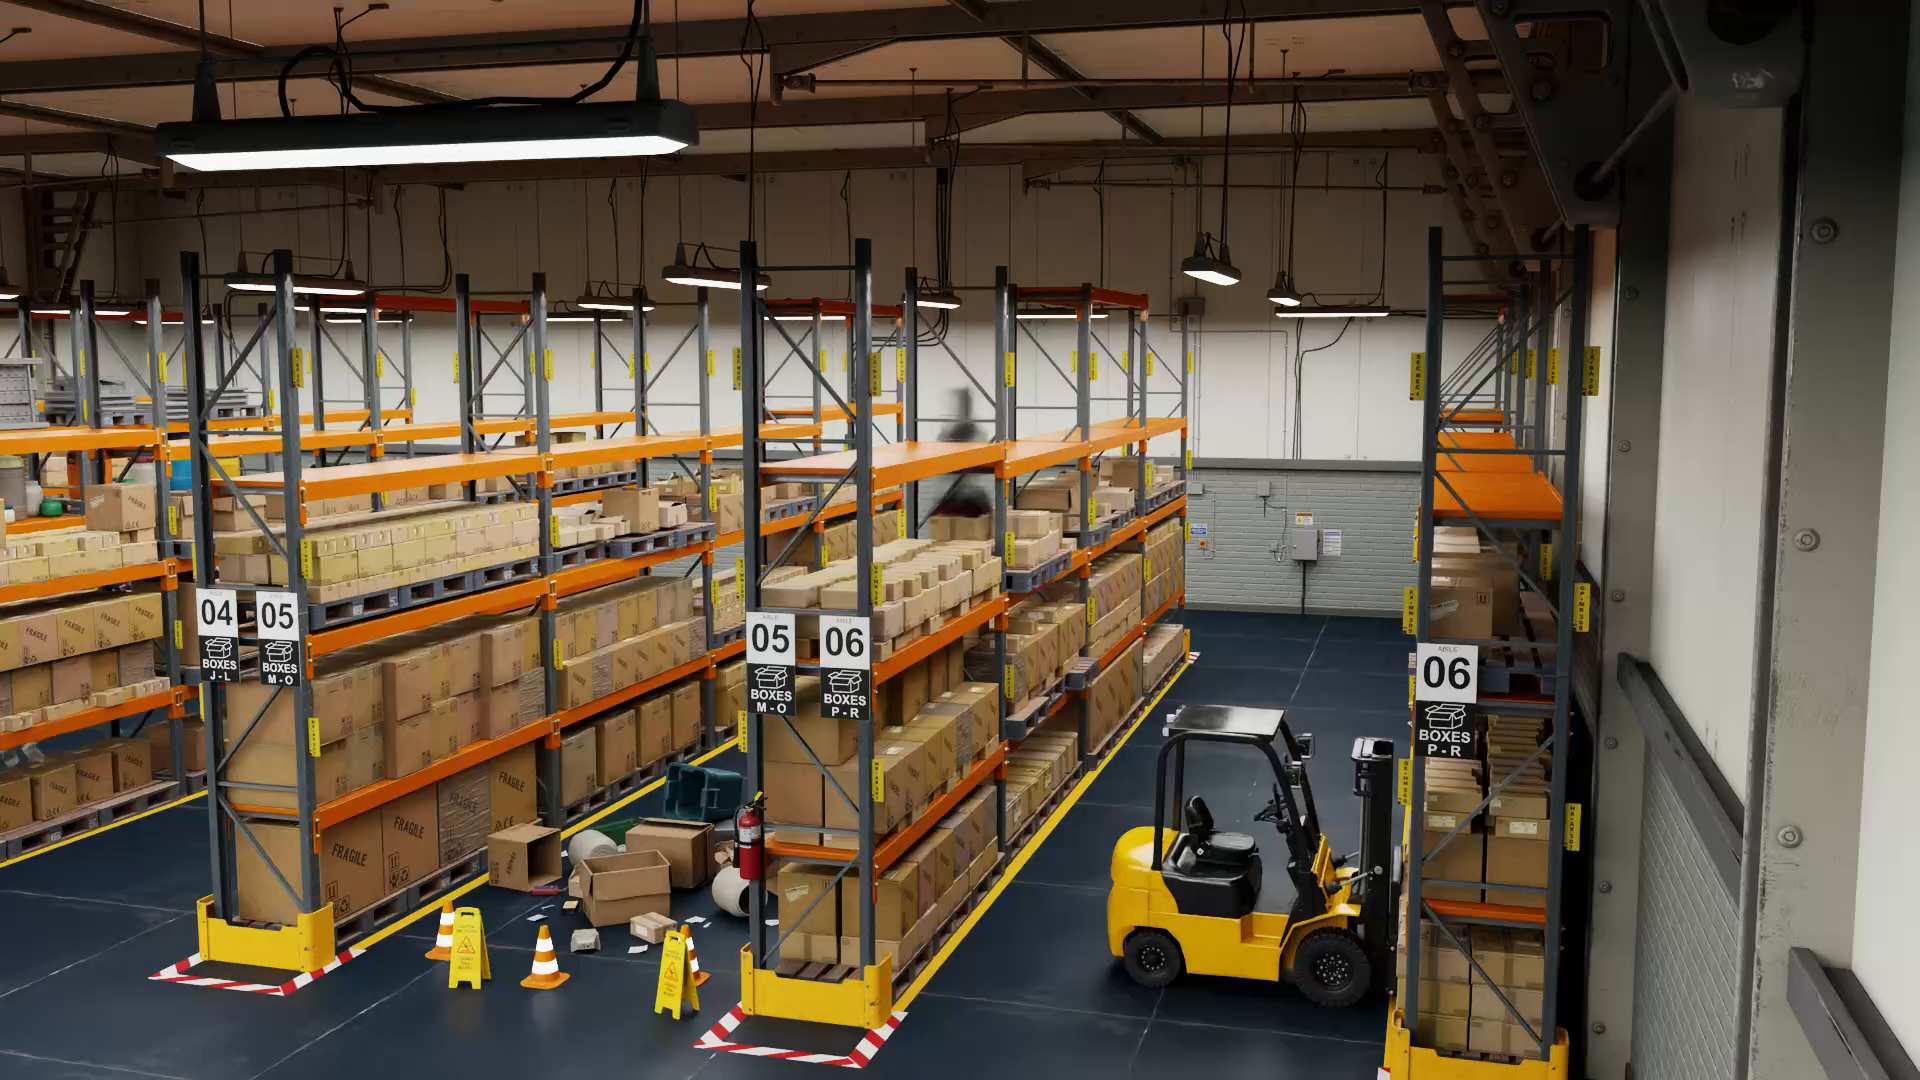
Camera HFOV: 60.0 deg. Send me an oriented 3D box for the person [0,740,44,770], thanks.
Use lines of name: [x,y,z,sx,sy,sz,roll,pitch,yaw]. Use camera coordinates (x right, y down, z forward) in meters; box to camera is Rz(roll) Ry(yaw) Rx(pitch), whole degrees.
person: [-11.106,2.113,19.548,0.655,1.797,0.771,1,7,12]
